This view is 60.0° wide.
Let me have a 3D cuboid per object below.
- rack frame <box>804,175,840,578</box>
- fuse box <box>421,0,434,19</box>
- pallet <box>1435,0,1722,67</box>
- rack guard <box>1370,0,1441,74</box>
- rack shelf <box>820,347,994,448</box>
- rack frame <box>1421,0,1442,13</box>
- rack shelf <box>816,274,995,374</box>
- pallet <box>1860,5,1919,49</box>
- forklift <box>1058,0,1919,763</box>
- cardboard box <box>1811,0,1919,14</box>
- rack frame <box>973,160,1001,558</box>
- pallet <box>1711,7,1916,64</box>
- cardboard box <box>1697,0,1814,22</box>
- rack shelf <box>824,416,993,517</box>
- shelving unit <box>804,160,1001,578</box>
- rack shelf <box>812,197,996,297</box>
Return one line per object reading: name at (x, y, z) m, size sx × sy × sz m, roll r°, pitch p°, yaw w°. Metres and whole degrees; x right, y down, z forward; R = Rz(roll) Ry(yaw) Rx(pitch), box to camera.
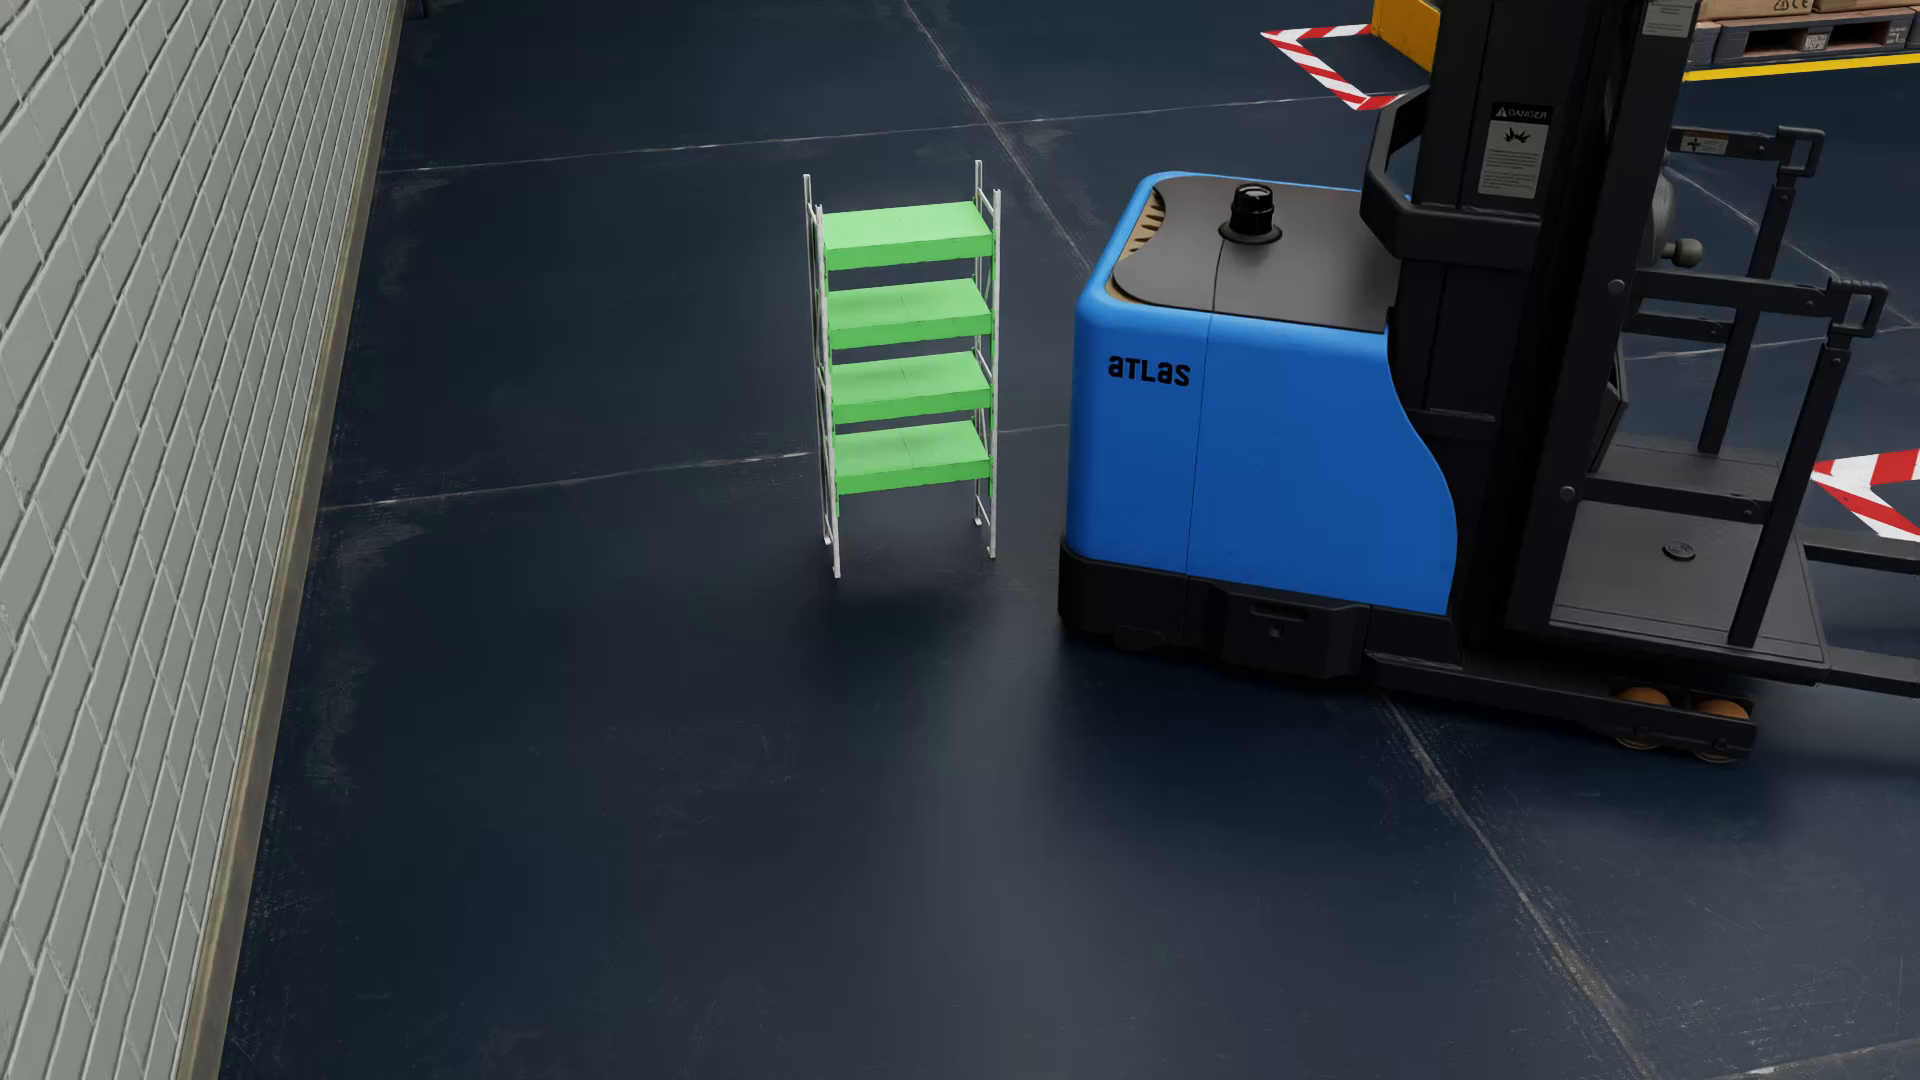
rack frame at (-0.399, -0.448, 4.841) m, size 0.015 × 1.200 × 0.240 m, roll -7°, pitch 35°, yaw -11°
fuse box at (-3.132, -3.835, 9.429) m, size 0.414 × 1.711 × 0.539 m, roll -7°, pitch 35°, yaw -11°
pallet at (3.447, -2.899, 9.381) m, size 1.213 × 0.211 × 1.003 m, roll -7°, pitch 35°, yaw -11°
rack guard at (2.661, -2.875, 9.086) m, size 0.348 × 0.500 × 1.175 m, roll -7°, pitch 35°, yaw -11°
rack shelf at (-0.161, -0.425, 4.921) m, size 0.480 × 0.148 × 0.258 m, roll -7°, pitch 35°, yaw -11°
rack frame at (2.684, -3.916, 8.394) m, size 0.127 × 3.000 × 1.000 m, roll -7°, pitch 35°, yaw -11°
rack shelf at (-0.161, -0.624, 4.787) m, size 0.480 × 0.148 × 0.258 m, roll -7°, pitch 35°, yaw -11°
pallet at (5.827, -3.199, 9.828) m, size 1.213 × 0.211 × 1.003 m, roll -7°, pitch 35°, yaw -11°
forklift at (1.859, -0.961, 4.052) m, size 3.031 × 2.935 × 1.130 m, roll 9°, pitch 35°, yaw 13°
cardboard box at (5.077, -3.389, 9.531) m, size 0.875 × 0.438 × 0.875 m, roll -8°, pitch 35°, yaw -12°
rack frame at (0.077, -0.508, 4.930) m, size 0.015 × 1.200 × 0.240 m, roll -7°, pitch 35°, yaw -11°
pallet at (4.634, -3.047, 9.601) m, size 1.213 × 0.211 × 1.003 m, roll -7°, pitch 35°, yaw -11°
cardboard box at (4.197, -3.279, 9.367) m, size 0.875 × 0.438 × 0.875 m, roll -6°, pitch 34°, yaw -9°
rack shelf at (-0.161, -0.226, 5.055) m, size 0.480 × 0.148 × 0.258 m, roll -7°, pitch 35°, yaw -11°
shelving unit at (-0.161, -0.478, 4.885) m, size 0.503 × 1.200 × 0.258 m, roll -7°, pitch 35°, yaw -11°
rack shelf at (-0.161, -0.823, 4.653) m, size 0.480 × 0.148 × 0.258 m, roll -7°, pitch 35°, yaw -11°
